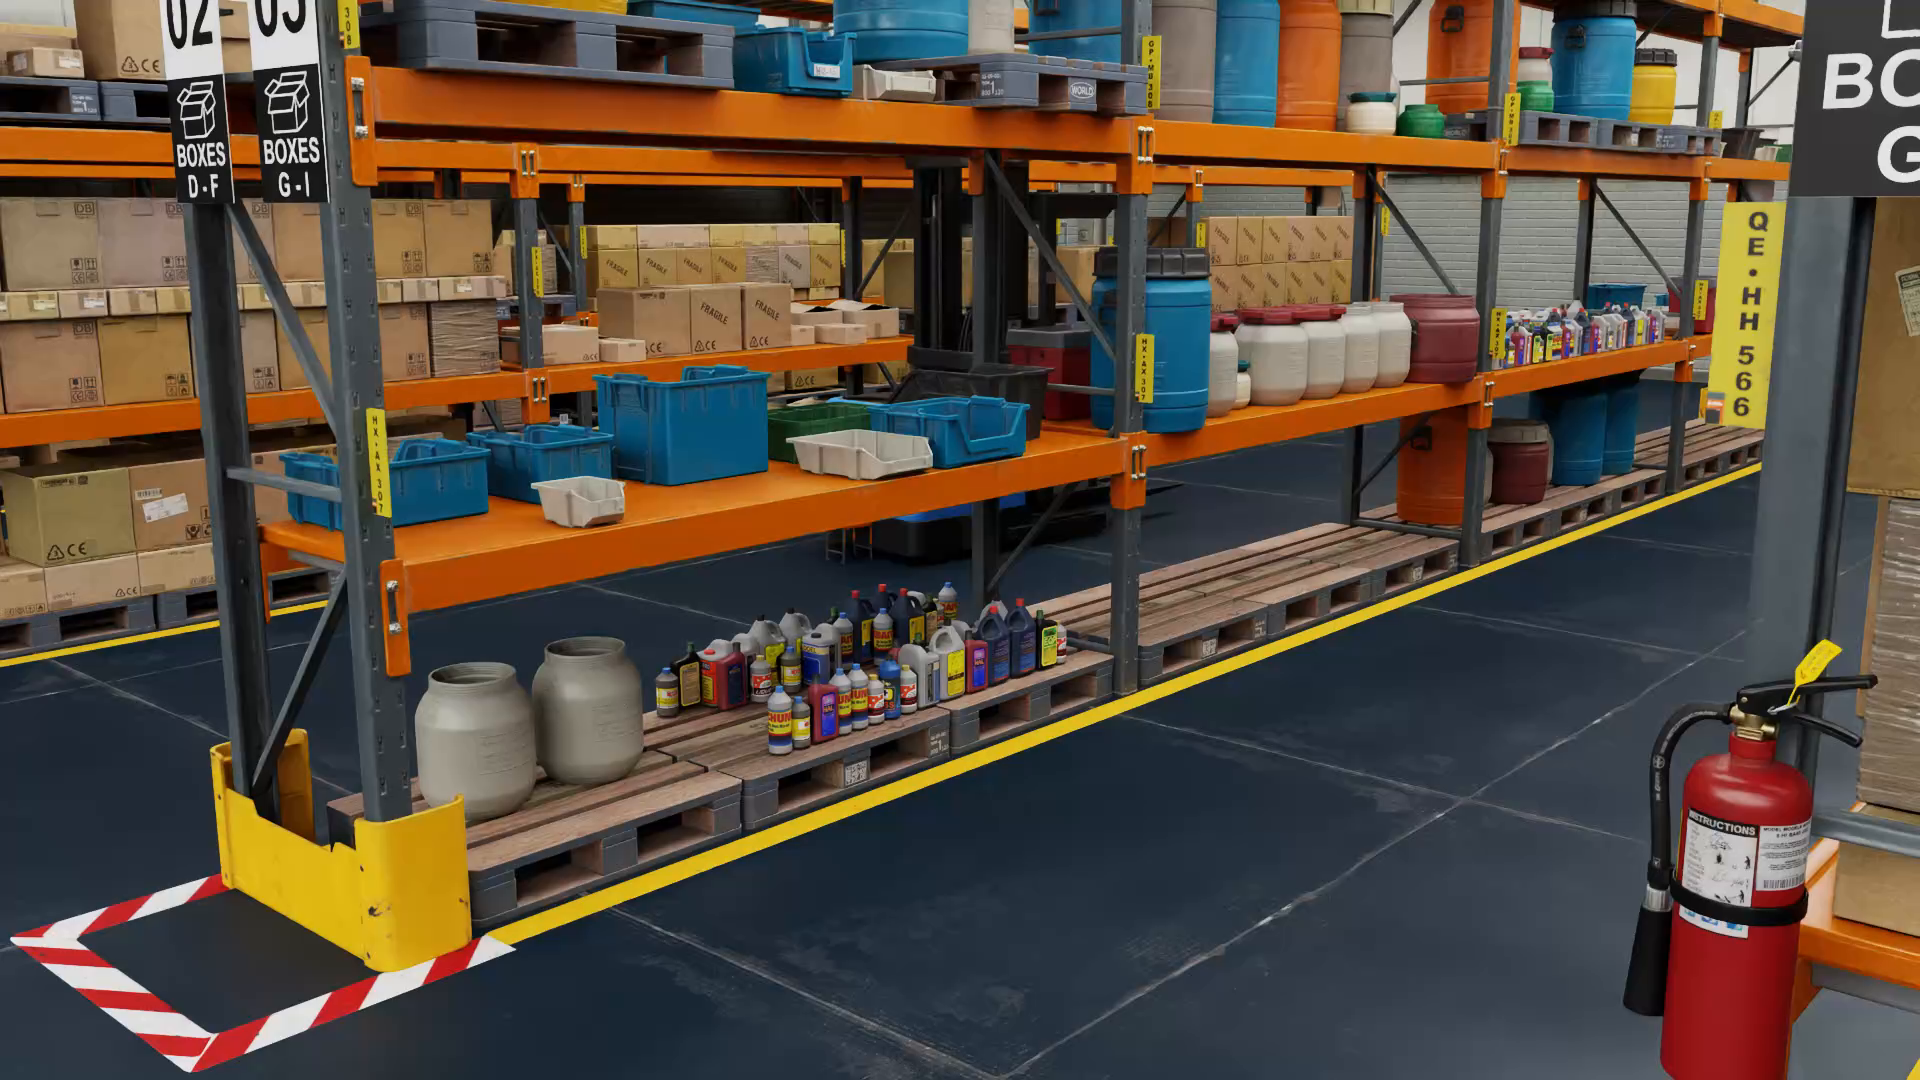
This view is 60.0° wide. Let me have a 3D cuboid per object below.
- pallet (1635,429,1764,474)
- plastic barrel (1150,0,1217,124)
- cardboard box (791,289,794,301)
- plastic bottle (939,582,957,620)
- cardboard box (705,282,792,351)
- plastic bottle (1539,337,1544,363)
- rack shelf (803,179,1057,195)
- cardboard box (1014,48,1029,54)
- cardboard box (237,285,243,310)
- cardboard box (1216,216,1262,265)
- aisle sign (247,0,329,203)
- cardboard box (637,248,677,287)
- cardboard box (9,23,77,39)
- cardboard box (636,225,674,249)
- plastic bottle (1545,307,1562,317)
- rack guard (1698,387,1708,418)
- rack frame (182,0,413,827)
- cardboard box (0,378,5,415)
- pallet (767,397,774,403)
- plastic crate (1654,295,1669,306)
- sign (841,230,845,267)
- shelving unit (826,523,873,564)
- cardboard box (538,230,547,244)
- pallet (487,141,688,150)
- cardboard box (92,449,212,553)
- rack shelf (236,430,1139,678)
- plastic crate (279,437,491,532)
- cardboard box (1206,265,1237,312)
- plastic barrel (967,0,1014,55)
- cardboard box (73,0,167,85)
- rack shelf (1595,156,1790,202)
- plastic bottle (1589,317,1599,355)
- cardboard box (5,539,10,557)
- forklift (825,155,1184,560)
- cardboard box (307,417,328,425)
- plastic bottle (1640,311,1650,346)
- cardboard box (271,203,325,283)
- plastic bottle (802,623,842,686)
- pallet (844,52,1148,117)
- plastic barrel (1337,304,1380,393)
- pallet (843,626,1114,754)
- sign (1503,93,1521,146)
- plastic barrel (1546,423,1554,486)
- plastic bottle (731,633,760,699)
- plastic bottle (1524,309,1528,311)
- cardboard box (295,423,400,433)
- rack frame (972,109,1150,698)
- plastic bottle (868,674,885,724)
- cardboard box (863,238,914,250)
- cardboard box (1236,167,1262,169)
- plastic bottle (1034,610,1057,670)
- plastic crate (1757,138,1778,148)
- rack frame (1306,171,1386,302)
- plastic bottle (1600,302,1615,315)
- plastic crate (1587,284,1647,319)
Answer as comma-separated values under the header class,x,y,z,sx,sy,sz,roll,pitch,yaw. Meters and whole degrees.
class,x,y,z,sx,sy,sz,roll,pitch,yaw
pallet,7.020,-0.861,15.985,1.003,0.211,1.213,10,15,40
plastic barrel,1.082,-2.674,9.003,0.600,0.901,0.600,0,11,0
cardboard box,-2.178,-2.897,19.650,0.380,0.149,0.250,10,15,40
plastic bottle,-0.062,0.354,8.622,0.097,0.271,0.097,0,11,0
cardboard box,-1.696,-1.788,13.248,0.500,0.500,0.500,9,14,37
plastic bottle,4.137,-1.372,11.931,0.097,0.201,0.097,0,11,0
rack shelf,-0.364,-4.629,21.905,1.077,0.370,4.000,10,15,40
cardboard box,0.365,-4.211,15.172,0.500,0.500,0.500,10,15,40
cardboard box,-4.446,-1.434,9.820,0.380,0.149,0.250,10,15,41
cardboard box,2.902,-3.224,17.889,0.500,0.500,0.500,9,15,39
aisle sign,-1.991,-1.396,4.905,0.394,0.787,0.004,10,15,40
cardboard box,-3.459,-2.947,18.240,0.500,0.500,0.500,10,15,42
cardboard box,-7.448,-3.868,13.401,0.500,0.500,0.500,11,16,43
cardboard box,-3.477,-3.313,18.158,0.500,0.250,0.500,9,15,40
plastic bottle,4.925,-1.802,13.890,0.152,0.276,0.135,10,15,40
rack guard,8.405,-1.303,17.459,1.175,0.500,0.348,10,15,40
rack frame,-2.163,-0.170,5.403,1.000,3.000,0.127,10,15,40
cardboard box,-5.564,-0.927,8.937,0.700,0.500,0.500,10,15,40
pallet,-2.942,-1.545,19.408,1.003,0.211,1.213,10,15,40
plastic crate,6.921,-2.239,16.039,0.416,0.233,0.300,10,15,40
sign,-1.015,-2.585,14.743,0.100,0.325,0.005,10,15,40
shelving unit,-0.767,-0.381,11.437,0.252,1.050,0.215,-10,15,-41
cardboard box,-4.529,-3.156,17.319,0.380,0.149,0.250,7,14,33
pallet,-2.669,-2.908,11.941,0.805,0.209,1.217,9,14,38
cardboard box,-4.711,-0.235,9.764,0.500,0.500,0.500,10,15,40
rack shelf,-0.843,-0.111,6.946,1.077,0.370,4.000,10,15,40
plastic crate,-2.058,-0.209,5.979,0.499,0.251,0.616,10,15,40
cardboard box,2.581,-2.665,17.640,0.500,0.500,0.500,10,15,42
plastic barrel,0.045,-2.452,7.813,0.421,0.512,0.421,0,11,0
cardboard box,-4.580,-2.814,9.300,0.500,0.500,0.500,10,15,40
rack shelf,7.078,-3.348,15.492,1.077,0.370,4.000,10,15,40
plastic bottle,4.806,-1.556,12.643,0.061,0.283,0.133,10,15,40
cardboard box,-5.429,0.140,9.802,0.500,0.250,0.500,10,15,40
forklift,0.460,-1.519,12.336,3.031,2.935,1.130,-10,15,-41
cardboard box,-6.188,-1.222,15.930,0.700,0.500,0.500,9,15,39
plastic bottle,5.500,-1.721,13.485,0.152,0.276,0.135,10,15,40
cardboard box,-4.193,-1.870,10.349,0.700,0.500,0.500,10,15,40
plastic bottle,-0.645,0.533,7.717,0.152,0.276,0.135,10,15,40
pallet,0.074,-2.018,7.479,1.213,0.211,1.003,10,15,40
plastic barrel,2.321,-1.161,10.078,0.421,0.512,0.421,0,11,0
pallet,0.003,0.703,8.154,1.003,0.211,1.213,10,15,40
sign,3.536,-2.696,10.661,0.100,0.325,0.005,10,15,40
plastic barrel,4.479,-0.668,13.175,0.421,0.512,0.421,0,11,0
plastic bottle,-1.002,0.569,7.533,0.152,0.276,0.135,9,15,39
plastic bottle,4.609,-1.749,13.605,0.061,0.283,0.133,10,15,40
cardboard box,-4.107,-0.522,11.201,0.500,0.500,0.500,10,15,40
rack frame,0.477,-0.758,8.349,1.000,3.000,0.127,10,15,40
plastic bottle,-0.375,0.681,7.166,0.097,0.201,0.097,0,11,0
cardboard box,-0.828,-3.548,21.549,0.980,0.700,0.700,9,15,39
cardboard box,2.880,-4.086,17.736,0.500,0.250,0.500,10,15,40
plastic bottle,0.407,0.472,8.004,0.061,0.283,0.133,11,16,43
plastic crate,7.935,-3.910,16.804,0.497,0.269,0.590,10,15,40
rack frame,4.680,-3.165,20.398,1.000,3.000,0.127,10,15,40
plastic bottle,5.167,-1.725,13.315,0.144,0.351,0.185,10,15,40
plastic crate,5.810,-2.070,14.802,0.392,0.384,0.575,10,15,40
